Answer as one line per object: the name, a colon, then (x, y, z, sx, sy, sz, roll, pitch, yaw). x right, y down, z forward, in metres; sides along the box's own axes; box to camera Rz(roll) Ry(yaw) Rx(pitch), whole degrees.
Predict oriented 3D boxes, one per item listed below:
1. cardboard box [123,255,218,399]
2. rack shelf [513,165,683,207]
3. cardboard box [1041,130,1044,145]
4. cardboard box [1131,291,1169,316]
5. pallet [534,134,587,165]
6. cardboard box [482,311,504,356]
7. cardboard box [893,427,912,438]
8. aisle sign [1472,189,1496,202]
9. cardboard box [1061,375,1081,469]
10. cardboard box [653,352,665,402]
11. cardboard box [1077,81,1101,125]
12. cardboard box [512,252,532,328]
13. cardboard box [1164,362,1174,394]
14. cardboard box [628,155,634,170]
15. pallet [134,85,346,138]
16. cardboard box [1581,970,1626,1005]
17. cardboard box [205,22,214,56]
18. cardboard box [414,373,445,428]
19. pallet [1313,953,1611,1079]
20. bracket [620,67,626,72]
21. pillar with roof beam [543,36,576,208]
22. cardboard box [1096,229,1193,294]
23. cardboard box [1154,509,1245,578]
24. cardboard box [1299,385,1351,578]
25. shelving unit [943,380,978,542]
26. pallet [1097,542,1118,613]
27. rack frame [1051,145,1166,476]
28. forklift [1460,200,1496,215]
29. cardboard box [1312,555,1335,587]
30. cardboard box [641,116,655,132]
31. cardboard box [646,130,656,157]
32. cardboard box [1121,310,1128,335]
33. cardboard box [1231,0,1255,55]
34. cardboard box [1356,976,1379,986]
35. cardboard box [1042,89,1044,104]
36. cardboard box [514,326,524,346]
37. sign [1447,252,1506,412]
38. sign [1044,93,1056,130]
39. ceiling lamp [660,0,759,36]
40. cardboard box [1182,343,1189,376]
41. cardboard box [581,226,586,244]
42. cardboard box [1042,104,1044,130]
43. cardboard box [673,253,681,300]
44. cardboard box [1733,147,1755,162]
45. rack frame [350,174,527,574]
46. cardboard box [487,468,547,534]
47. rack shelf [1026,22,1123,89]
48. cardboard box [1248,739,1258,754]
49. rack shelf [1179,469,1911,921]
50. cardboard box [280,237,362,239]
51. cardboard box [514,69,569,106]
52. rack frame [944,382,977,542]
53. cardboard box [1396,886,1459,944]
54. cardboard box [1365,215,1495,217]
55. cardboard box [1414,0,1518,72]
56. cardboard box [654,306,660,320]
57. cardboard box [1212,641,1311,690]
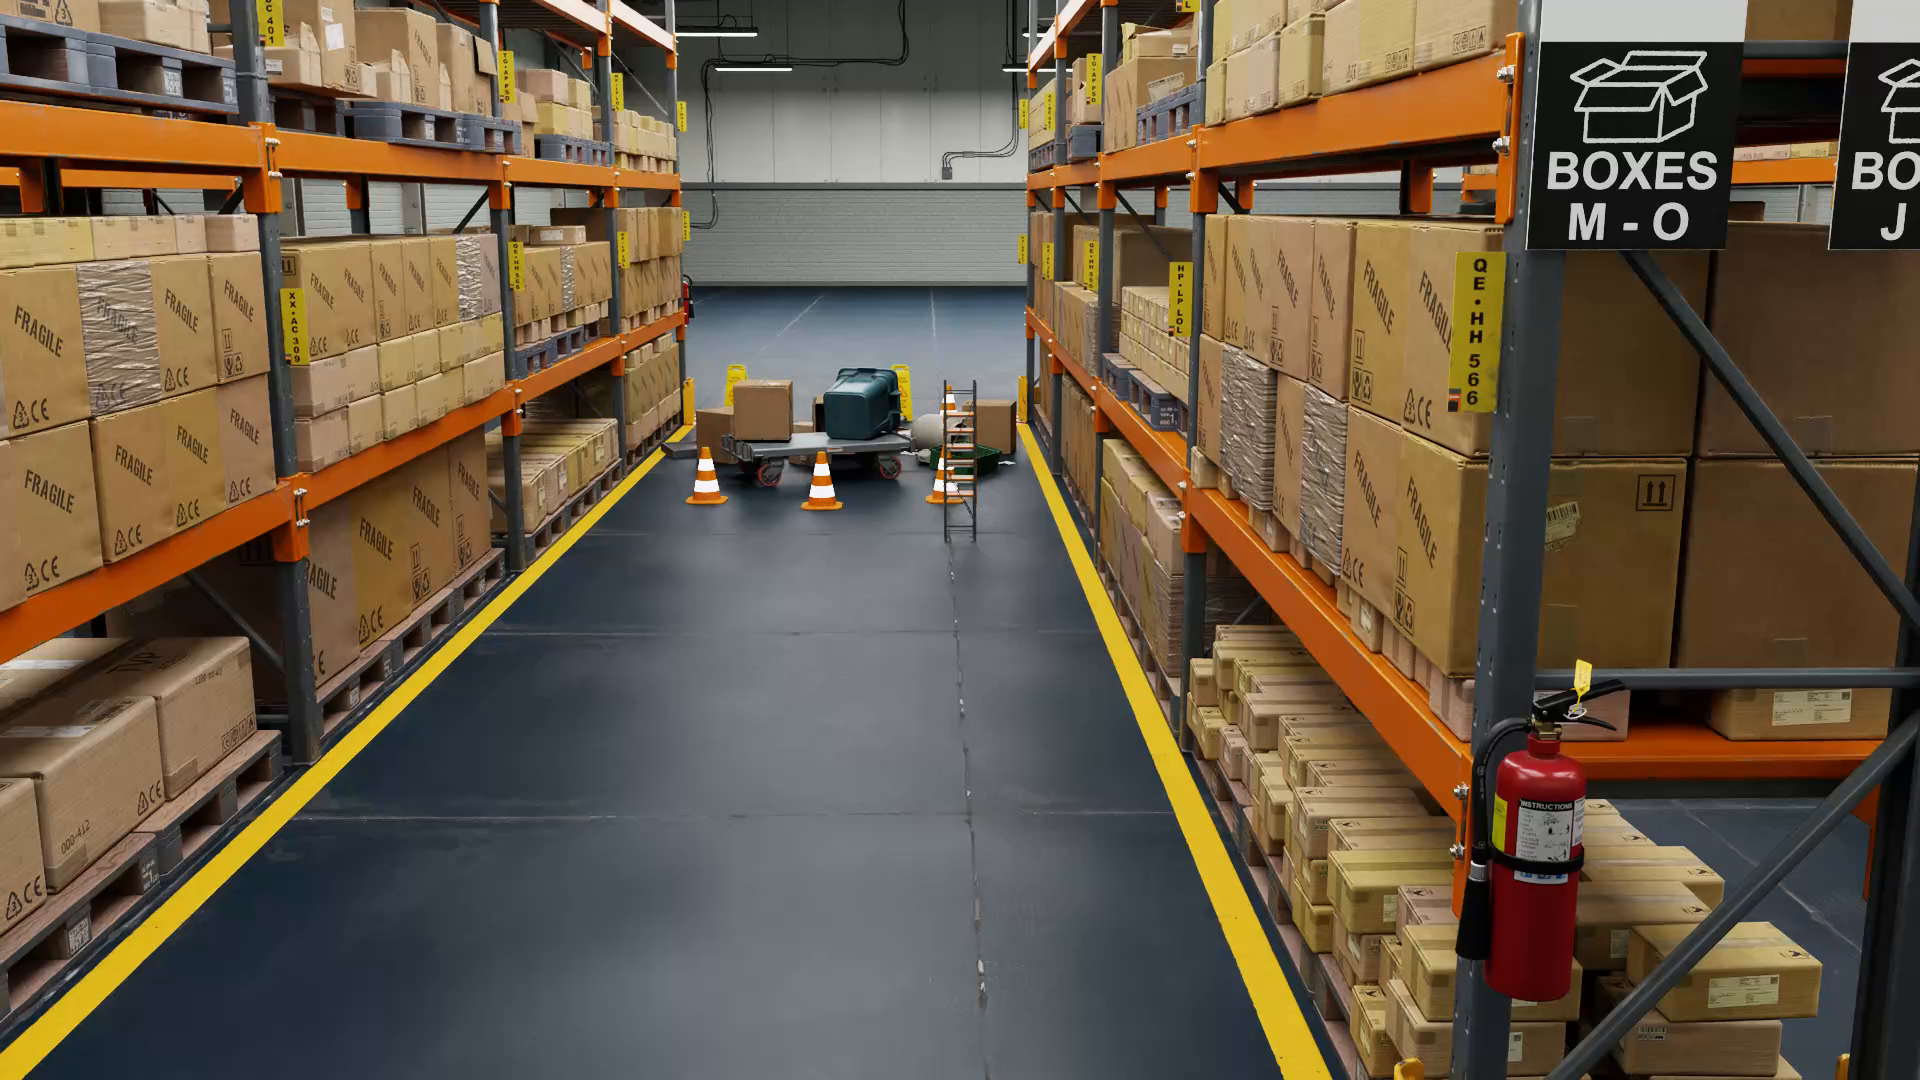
cardboard box: (-3.134, -0.799, 6.185, 0.500, 0.500, 0.500, 0, 11, -2)
rack shelf: (-3.628, -3.558, 16.820, 1.077, 0.370, 4.000, 0, 11, -1)
cardboard box: (1.004, -4.010, 16.560, 0.380, 0.149, 0.250, 0, 11, -2)
cardboard box: (1.267, -1.468, 10.331, 0.380, 0.149, 0.250, 0, 11, -1)
pallet: (-3.656, -3.092, 13.184, 1.213, 0.211, 1.003, 0, 11, -1)
cardboard box: (-3.240, -1.325, 10.663, 0.500, 0.250, 0.500, 0, 11, -1)
cardboard box: (-0.517, -1.078, 17.205, 0.396, 0.266, 0.258, 2, 12, 9)
aisle sign: (5.937, -4.164, 19.003, 0.394, 0.787, 0.004, 0, 11, -1)
cardboard box: (1.462, -1.064, 14.862, 1.050, 0.750, 0.750, 0, 11, -1)
cardboard box: (-3.375, -1.702, 17.378, 0.500, 0.500, 0.500, -1, 11, -2)
cardboard box: (1.121, -3.176, 12.044, 0.500, 0.311, 0.500, 0, 11, -1)
cardboard box: (-3.282, -1.739, 11.532, 0.500, 0.500, 0.500, -1, 11, -3)
cardboard box: (1.293, -0.861, 8.833, 0.380, 0.149, 0.250, -1, 11, -4)
cardboard box: (-3.373, -3.657, 16.130, 0.380, 0.149, 0.250, -1, 11, -3)
pallet: (-3.490, -2.011, 7.866, 0.805, 0.209, 1.217, -1, 11, -3)
cardboard box: (1.904, 1.187, 4.528, 0.380, 0.149, 0.250, 0, 11, -1)
cardboard box: (-3.650, -2.260, 7.776, 0.500, 0.311, 0.500, 0, 11, -1)
cardboard box: (-3.175, -0.772, 9.199, 0.500, 0.250, 0.500, 0, 11, -2)
pallet: (1.625, 1.491, 4.677, 1.003, 0.211, 1.213, 0, 11, -1)
bracket: (-9.829, -13.781, 48.799, 0.076, 0.066, 3.189, 0, 11, -1)
pillar with roof beam: (-5.711, -10.404, 41.208, 9.100, 9.000, 0.548, 0, 11, -1)
cardboard box: (1.418, -2.119, 12.696, 0.700, 0.500, 0.500, 0, 11, -2)
cardboard box: (1.257, 0.011, 8.304, 0.500, 0.250, 0.500, -1, 11, -3)
cardboard box: (1.316, -0.185, 4.925, 0.500, 0.500, 0.500, 0, 11, -1)
shelving unit: (0.000, -0.591, 12.454, 0.258, 1.200, 0.189, 0, 11, -1)
pallet: (1.457, 0.233, 10.878, 1.003, 0.211, 1.213, 0, 11, -1)
rack frame: (1.360, -2.084, 15.286, 1.000, 3.000, 0.127, 0, 11, -1)
forklift: (3.926, -1.202, 11.114, 1.130, 2.935, 3.031, 1, 12, 5)
cardboard box: (1.358, 0.052, 5.390, 0.380, 0.149, 0.250, 0, 11, 0)
cardboard box: (-3.302, -4.206, 16.826, 0.380, 0.149, 0.250, 0, 11, 0)
cardboard box: (-3.352, -3.977, 16.701, 0.500, 0.250, 0.500, 0, 11, -1)
cardboard box: (1.252, -1.420, 10.843, 0.380, 0.149, 0.250, 0, 11, 1)
cardboard box: (1.301, -1.939, 6.150, 0.500, 0.250, 0.500, 0, 11, -1)
cardboard box: (1.362, 1.286, 4.792, 0.380, 0.149, 0.250, 0, 11, -1)
cardboard box: (1.008, -4.399, 16.470, 0.380, 0.149, 0.250, 0, 11, -2)
cardboard box: (-3.298, -1.453, 11.751, 0.380, 0.149, 0.250, -1, 12, -5)
sign: (1.052, -0.422, 3.390, 0.100, 0.325, 0.005, 0, 11, -1)
sign: (0.805, -3.843, 14.916, 0.100, 0.325, 0.005, 0, 11, -1)
ceiling lamp: (-5.122, -11.880, 33.803, 2.000, 3.185, 0.800, 0, 11, -1)
cardboard box: (1.311, -0.902, 8.288, 0.380, 0.149, 0.250, 0, 11, 1)
cardboard box: (-3.325, -2.534, 13.818, 0.380, 0.149, 0.250, -1, 11, -3)
cardboard box: (1.074, -4.178, 16.384, 0.500, 0.250, 0.500, 0, 11, -2)
cardboard box: (-3.383, -2.927, 18.440, 0.500, 0.500, 0.500, 0, 11, -2)
cardboard box: (6.117, -2.977, 12.524, 0.500, 0.250, 0.500, 0, 11, 0)
rack frame: (-3.505, -1.248, 11.168, 1.000, 3.000, 0.127, 0, 11, -1)
cardboard box: (-3.506, -0.279, 11.941, 0.950, 0.372, 0.625, -1, 12, -5)
rack shelf: (1.318, -4.873, 16.761, 1.077, 0.370, 4.000, 0, 11, -1)
cardboard box: (1.351, 0.777, 6.549, 0.380, 0.149, 0.250, -1, 11, -4)
rack shelf: (1.566, 0.257, 5.559, 1.077, 0.370, 4.000, 0, 11, -1)
cardboard box: (-3.724, -1.487, 9.577, 0.500, 0.500, 0.500, 0, 11, 0)
cardboard box: (-3.405, -3.573, 13.147, 0.500, 0.250, 0.500, 0, 11, 0)
rack frame: (0.002, -0.573, 12.364, 0.240, 1.200, 0.006, 0, 11, -1)
cardboard box: (1.396, 1.047, 4.472, 0.380, 0.149, 0.250, 0, 11, 0)
cardboard box: (1.821, -0.983, 6.347, 0.500, 0.500, 0.500, -1, 11, -3)
cardboard box: (1.334, -1.184, 3.685, 0.500, 0.250, 0.500, 0, 11, -2)
cardboard box: (-3.352, -2.388, 17.417, 0.380, 0.149, 0.250, 0, 11, -2)
cardboard box: (1.271, 0.531, 7.017, 0.380, 0.149, 0.250, 0, 11, 2)
